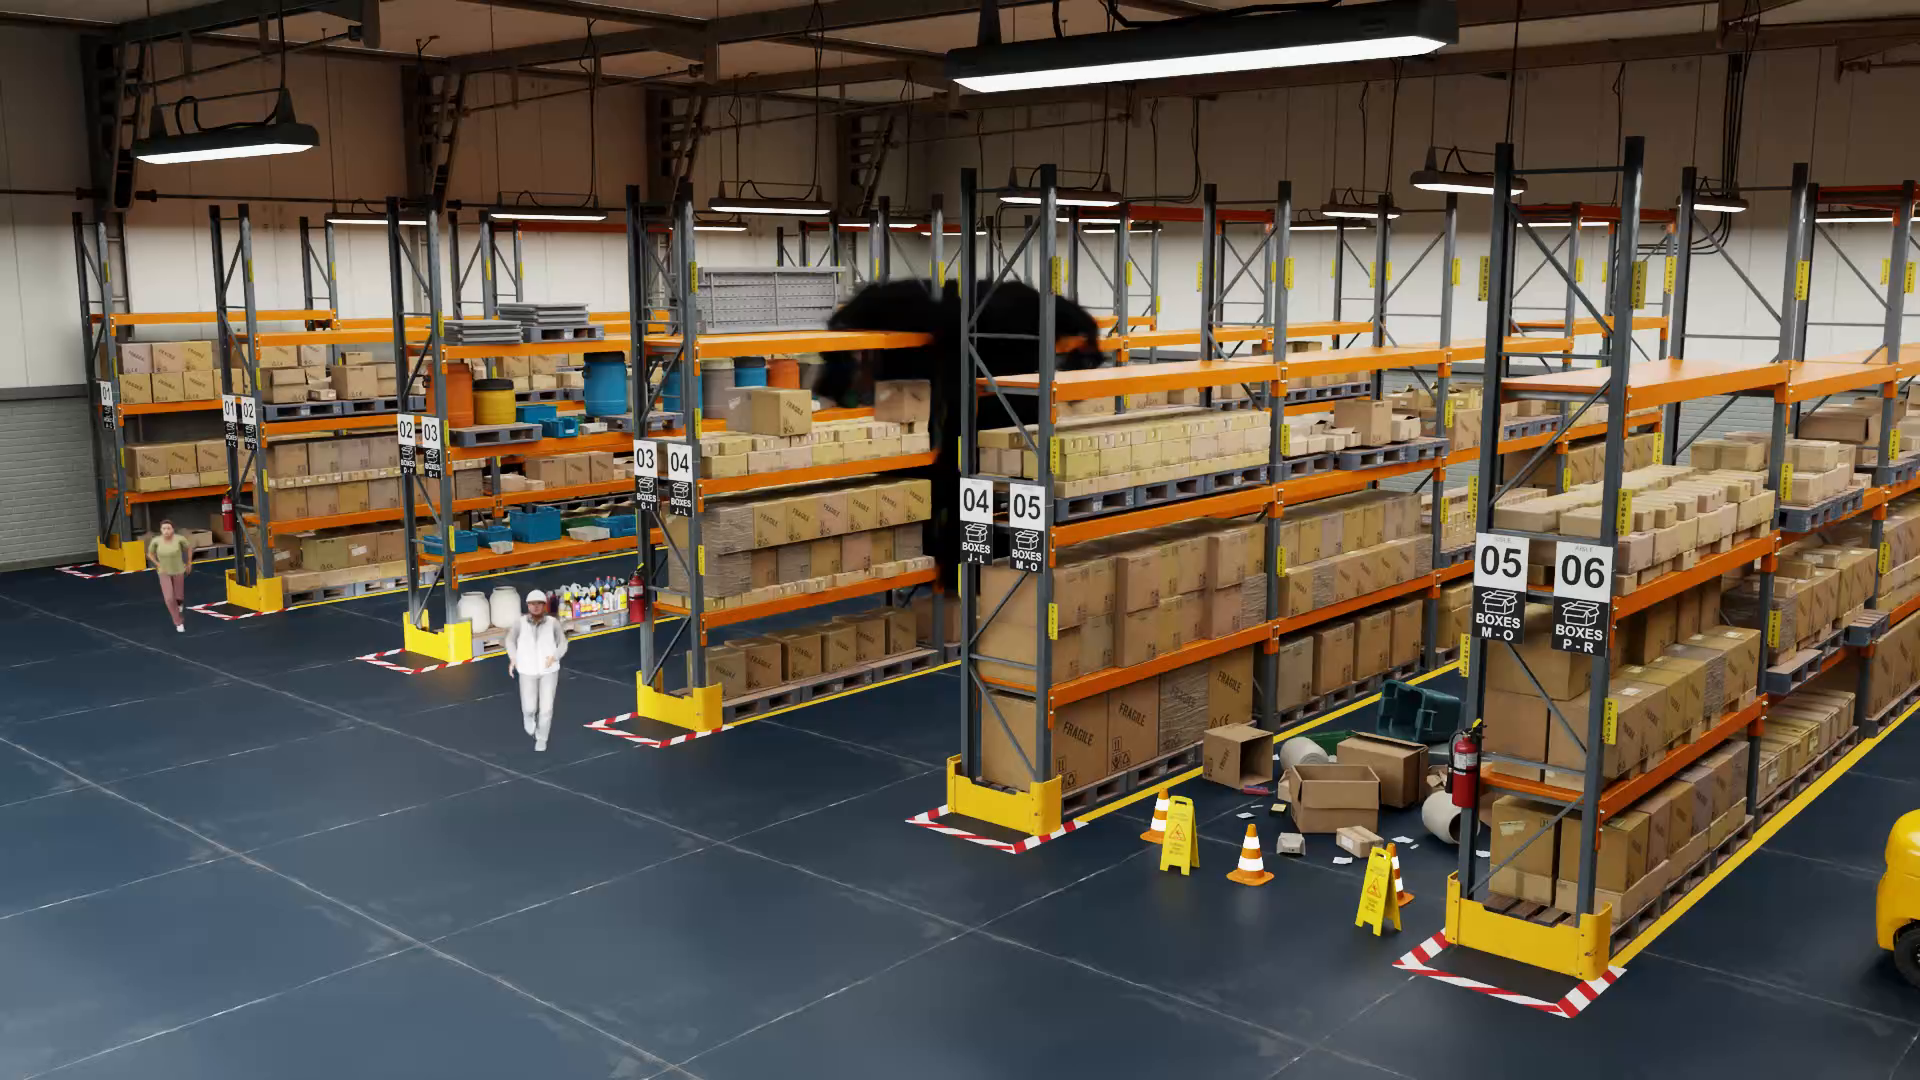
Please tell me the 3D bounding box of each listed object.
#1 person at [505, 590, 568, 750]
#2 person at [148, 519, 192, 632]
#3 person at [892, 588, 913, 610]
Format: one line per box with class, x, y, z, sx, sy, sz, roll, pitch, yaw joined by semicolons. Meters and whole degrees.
person;-4.510;1.395;17.756;0.656;1.736;0.598;-2;10;-12
person;-11.200;0.479;23.640;0.565;1.620;0.715;-3;10;-18
person;-0.903;0.502;23.681;0.536;1.507;0.875;7;12;37
